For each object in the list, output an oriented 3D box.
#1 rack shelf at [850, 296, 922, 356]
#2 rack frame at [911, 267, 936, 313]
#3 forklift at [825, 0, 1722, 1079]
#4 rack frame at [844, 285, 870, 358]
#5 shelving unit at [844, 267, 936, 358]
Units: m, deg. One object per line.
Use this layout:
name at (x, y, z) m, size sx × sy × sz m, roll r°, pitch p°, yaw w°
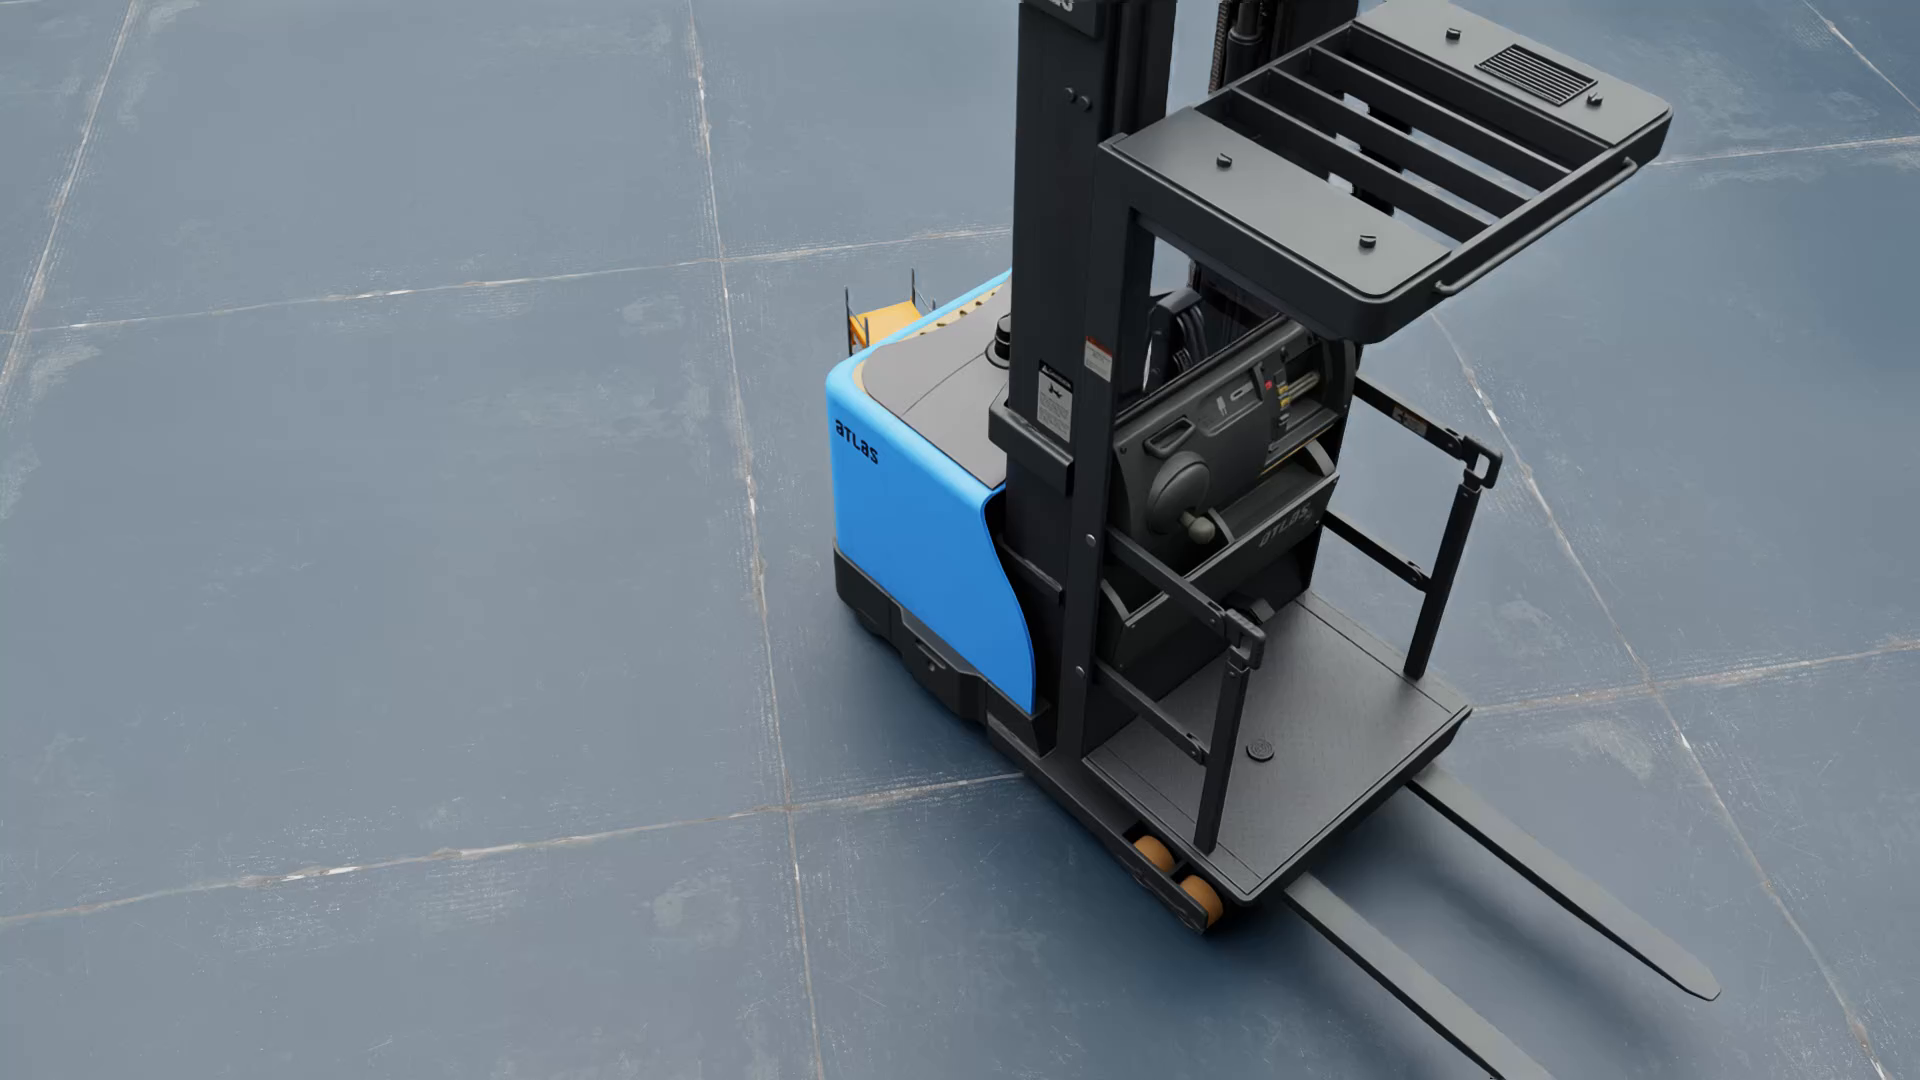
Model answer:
rack shelf at (-0.236, -0.657, 5.774) m, size 0.240 × 0.259 × 0.215 m, roll -18°, pitch 49°, yaw -17°
rack frame at (-0.125, -0.503, 6.006) m, size 0.008 × 1.050 × 0.200 m, roll -18°, pitch 49°, yaw -17°
forklift at (0.908, -0.244, 4.450) m, size 1.130 × 2.935 × 3.031 m, roll -33°, pitch 54°, yaw -27°
rack frame at (-0.347, -0.431, 5.936) m, size 0.008 × 1.050 × 0.200 m, roll -18°, pitch 49°, yaw -17°
shelving unit at (-0.236, -0.467, 5.971) m, size 0.252 × 1.050 × 0.215 m, roll -18°, pitch 49°, yaw -17°
